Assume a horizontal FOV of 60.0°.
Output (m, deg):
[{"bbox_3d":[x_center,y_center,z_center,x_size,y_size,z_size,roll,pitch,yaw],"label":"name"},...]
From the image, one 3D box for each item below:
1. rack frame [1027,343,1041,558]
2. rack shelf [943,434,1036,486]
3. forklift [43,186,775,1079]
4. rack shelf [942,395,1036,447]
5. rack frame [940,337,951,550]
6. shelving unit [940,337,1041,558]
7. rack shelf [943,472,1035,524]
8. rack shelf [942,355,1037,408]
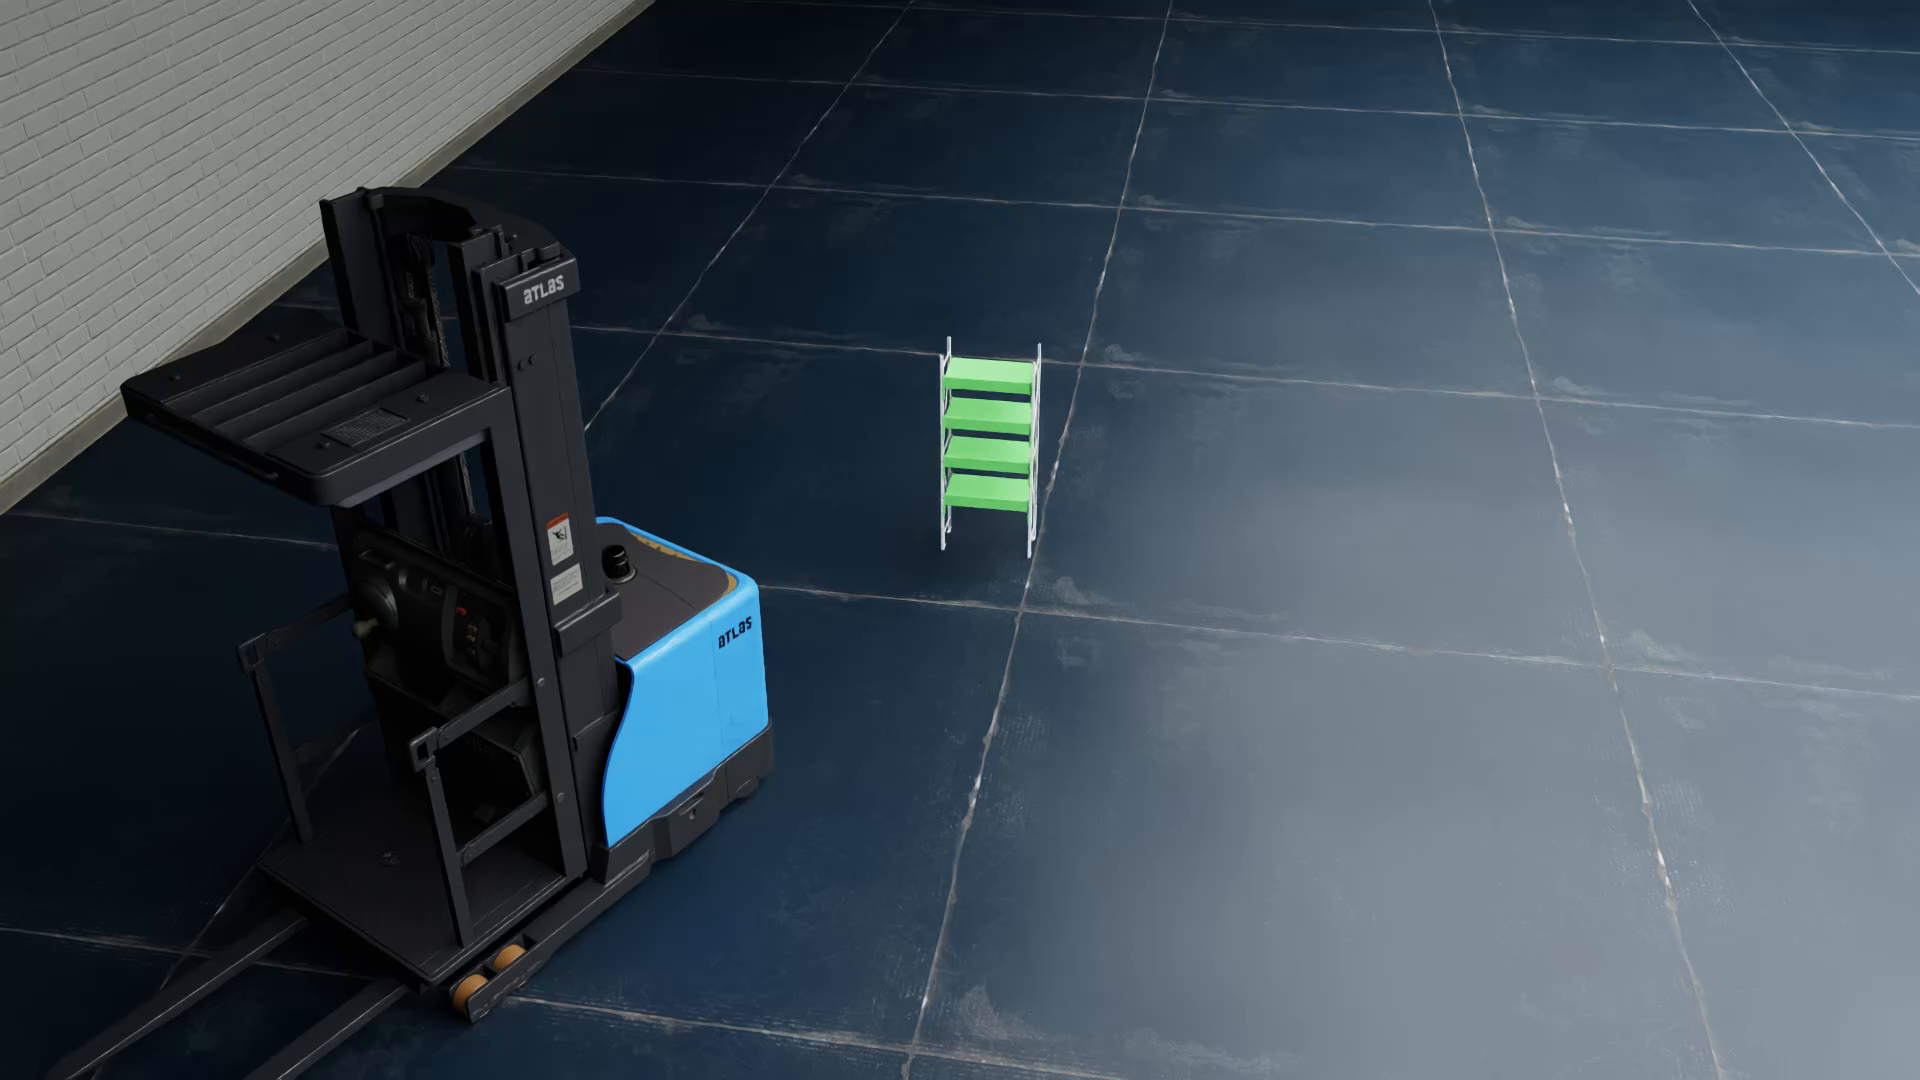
[{"bbox_3d":[0.404,-0.472,9.047,0.015,1.200,0.240,5,32,8],"label":"rack frame"},{"bbox_3d":[0.163,-0.440,9.116,0.480,0.148,0.258,5,32,8],"label":"rack shelf"},{"bbox_3d":[-2.119,0.322,6.148,1.130,2.935,3.031,21,38,30],"label":"forklift"},{"bbox_3d":[0.163,-0.643,8.988,0.480,0.148,0.258,5,32,8],"label":"rack shelf"},{"bbox_3d":[-0.077,-0.516,9.117,0.015,1.200,0.240,5,32,8],"label":"rack frame"},{"bbox_3d":[0.163,-0.494,9.082,0.503,1.200,0.258,5,32,8],"label":"shelving unit"},{"bbox_3d":[0.163,-0.236,9.243,0.480,0.148,0.258,5,32,8],"label":"rack shelf"},{"bbox_3d":[0.163,-0.847,8.861,0.480,0.148,0.258,5,32,8],"label":"rack shelf"}]
